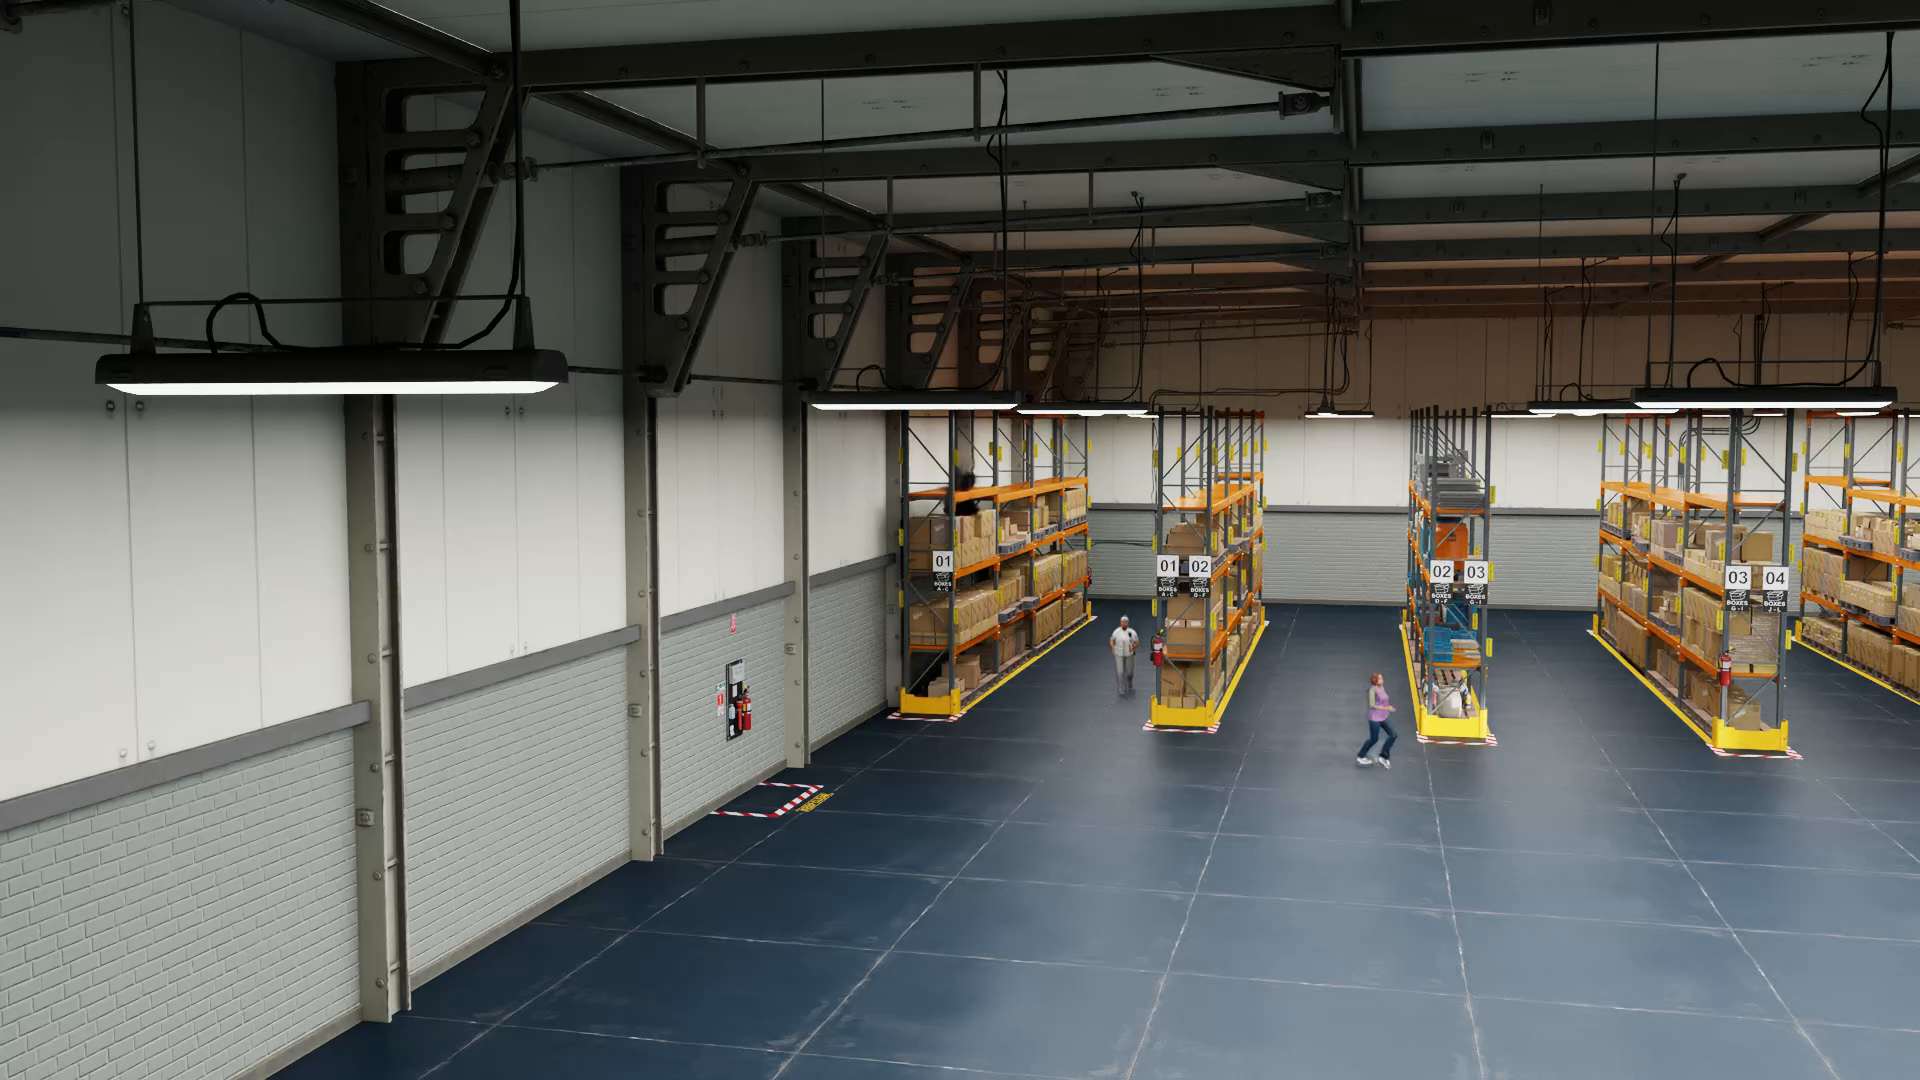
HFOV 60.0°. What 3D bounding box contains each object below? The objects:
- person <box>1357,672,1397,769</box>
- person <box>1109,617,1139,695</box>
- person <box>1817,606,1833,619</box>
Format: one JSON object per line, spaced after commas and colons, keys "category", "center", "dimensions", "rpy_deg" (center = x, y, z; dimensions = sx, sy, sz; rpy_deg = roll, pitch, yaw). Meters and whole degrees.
{"category": "person", "center": [6.898, 2.975, 27.429], "dimensions": [0.546, 1.609, 0.690], "rpy_deg": [-4, 6, -44]}
{"category": "person", "center": [3.432, 2.421, 34.839], "dimensions": [0.613, 1.607, 0.646], "rpy_deg": [1, 4, 7]}
{"category": "person", "center": [23.193, 1.783, 44.422], "dimensions": [0.545, 1.477, 0.698], "rpy_deg": [2, 5, 31]}
